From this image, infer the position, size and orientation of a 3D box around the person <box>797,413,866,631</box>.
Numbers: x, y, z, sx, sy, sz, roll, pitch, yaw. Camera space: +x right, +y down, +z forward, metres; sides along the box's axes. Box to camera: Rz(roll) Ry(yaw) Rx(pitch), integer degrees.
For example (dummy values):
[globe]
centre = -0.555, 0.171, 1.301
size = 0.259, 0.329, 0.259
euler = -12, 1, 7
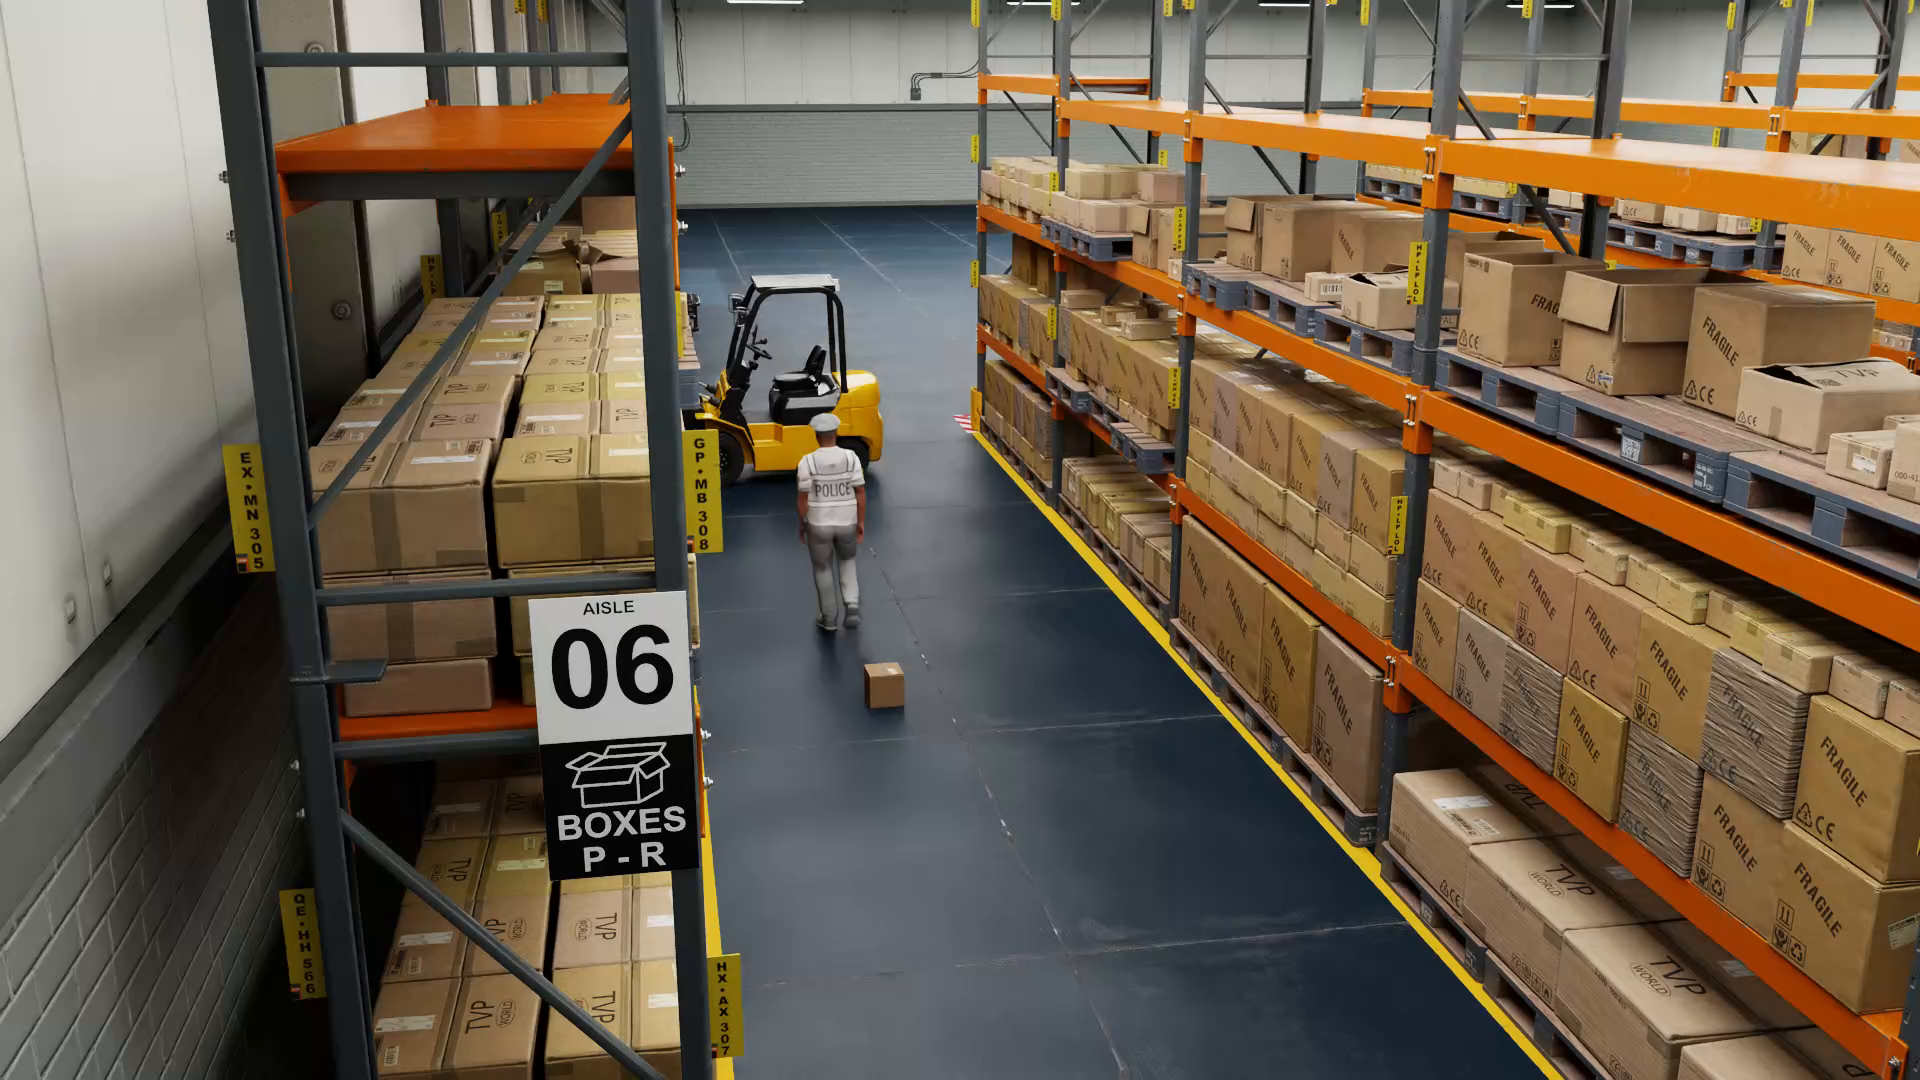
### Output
[person]
centre = -1.040, -0.130, 13.393
size = 0.543, 1.793, 0.463
euler = -6, 17, -18
